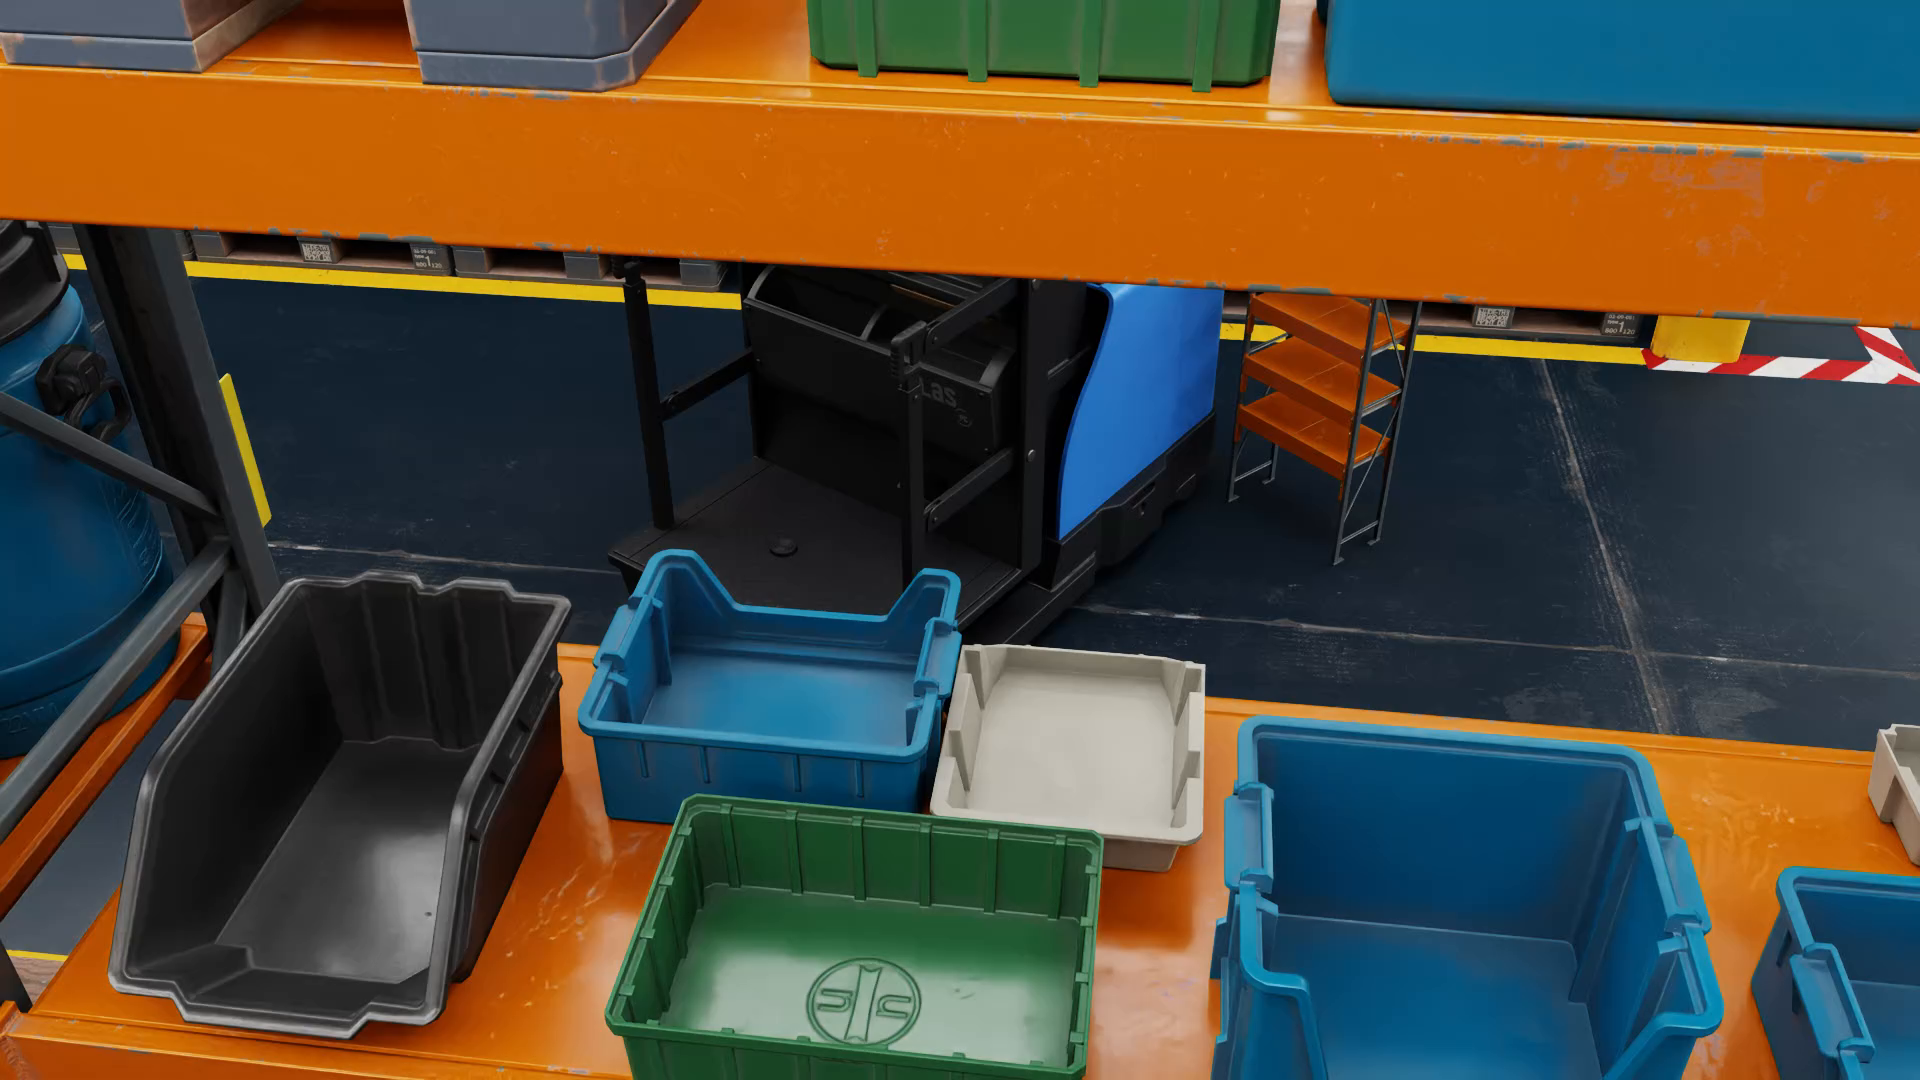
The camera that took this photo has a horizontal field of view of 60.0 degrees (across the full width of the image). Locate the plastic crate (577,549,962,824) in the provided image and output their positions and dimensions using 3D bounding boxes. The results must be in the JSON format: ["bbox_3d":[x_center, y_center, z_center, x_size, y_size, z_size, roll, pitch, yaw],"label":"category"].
[{"bbox_3d":[-0.312,0.266,2.923,0.616,0.251,0.499,4,36,6],"label":"plastic crate"}]

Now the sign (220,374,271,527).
[{"bbox_3d":[-1.363,-0.149,3.138,0.005,0.325,0.100,4,36,6],"label":"sign"}]

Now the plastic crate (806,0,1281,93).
[{"bbox_3d":[0.086,-0.581,1.582,0.450,0.188,0.336,4,36,6],"label":"plastic crate"}]

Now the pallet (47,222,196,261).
[{"bbox_3d":[-4.006,-1.676,7.917,1.213,0.211,1.003,4,36,6],"label":"pallet"}]

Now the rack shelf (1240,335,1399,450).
[{"bbox_3d":[1.199,-0.502,5.537,0.258,0.148,0.480,-25,42,-31],"label":"rack shelf"}]

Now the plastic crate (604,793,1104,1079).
[{"bbox_3d":[-0.134,0.629,2.468,0.662,0.188,0.450,4,36,6],"label":"plastic crate"}]

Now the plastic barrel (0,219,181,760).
[{"bbox_3d":[-1.789,-0.127,2.914,0.708,0.901,0.600,4,36,6],"label":"plastic barrel"}]

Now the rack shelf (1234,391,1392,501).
[{"bbox_3d":[1.199,-0.341,5.652,0.258,0.148,0.480,-25,42,-31],"label":"rack shelf"}]

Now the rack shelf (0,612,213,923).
[{"bbox_3d":[-3.428,0.425,3.192,4.000,0.370,1.077,4,36,6],"label":"rack shelf"}]

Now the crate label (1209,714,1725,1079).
[{"bbox_3d":[0.663,0.581,2.323,0.616,0.435,0.502,4,36,6],"label":"crate label"}]

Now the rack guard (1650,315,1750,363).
[{"bbox_3d":[3.079,-1.266,7.093,0.348,0.500,1.175,4,36,6],"label":"rack guard"}]

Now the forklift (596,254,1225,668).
[{"bbox_3d":[-0.370,-0.901,4.490,1.130,2.935,3.031,23,42,29],"label":"forklift"}]

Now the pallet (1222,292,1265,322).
[{"bbox_3d":[1.071,-1.321,7.419,1.213,0.211,1.003,4,36,6],"label":"pallet"}]

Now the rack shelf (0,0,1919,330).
[{"bbox_3d":[0.539,-0.500,1.906,4.000,0.370,1.077,4,36,6],"label":"rack shelf"}]

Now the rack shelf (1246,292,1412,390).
[{"bbox_3d":[1.199,-0.685,5.407,0.258,0.148,0.480,-25,42,-31],"label":"rack shelf"}]

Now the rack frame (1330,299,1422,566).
[{"bbox_3d":[1.352,-0.447,5.343,0.240,1.200,0.015,-25,42,-31],"label":"rack frame"}]

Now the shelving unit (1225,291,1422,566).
[{"bbox_3d":[1.199,-0.557,5.498,0.258,1.200,0.503,-25,42,-31],"label":"shelving unit"}]

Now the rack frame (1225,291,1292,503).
[{"bbox_3d":[1.046,-0.668,5.653,0.240,1.200,0.015,-25,42,-31],"label":"rack frame"}]

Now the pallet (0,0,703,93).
[{"bbox_3d":[-0.716,-0.867,1.963,1.003,0.211,1.213,4,36,6],"label":"pallet"}]

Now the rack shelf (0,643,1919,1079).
[{"bbox_3d":[0.539,0.721,2.777,4.000,0.370,1.077,4,36,6],"label":"rack shelf"}]

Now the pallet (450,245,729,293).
[{"bbox_3d":[-1.586,-1.496,7.664,1.213,0.211,1.003,4,36,6],"label":"pallet"}]

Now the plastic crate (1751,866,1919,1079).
[{"bbox_3d":[1.345,0.721,2.286,0.408,0.251,0.499,4,36,6],"label":"plastic crate"}]

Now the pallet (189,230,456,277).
[{"bbox_3d":[-2.799,-1.584,7.788,1.213,0.211,1.003,4,36,6],"label":"pallet"}]

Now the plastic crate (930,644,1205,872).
[{"bbox_3d":[0.199,0.362,2.888,0.437,0.136,0.530,4,36,6],"label":"plastic crate"}]

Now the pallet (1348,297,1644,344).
[{"bbox_3d":[2.277,-1.229,7.290,1.213,0.211,1.003,4,36,6],"label":"pallet"}]

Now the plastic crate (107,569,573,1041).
[{"bbox_3d":[-0.941,0.417,2.637,0.504,0.338,0.767,4,36,6],"label":"plastic crate"}]

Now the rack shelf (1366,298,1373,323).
[{"bbox_3d":[1.199,-0.877,5.270,0.258,0.148,0.480,-25,42,-31],"label":"rack shelf"}]

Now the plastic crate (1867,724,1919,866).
[{"bbox_3d":[1.677,0.432,2.790,0.250,0.136,0.298,4,36,6],"label":"plastic crate"}]

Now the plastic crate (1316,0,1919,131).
[{"bbox_3d":[0.593,-0.606,1.449,0.575,0.384,0.392,4,36,6],"label":"plastic crate"}]

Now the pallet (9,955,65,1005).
[{"bbox_3d":[-2.228,1.379,3.636,1.213,0.211,1.003,4,36,6],"label":"pallet"}]

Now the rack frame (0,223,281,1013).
[{"bbox_3d":[-1.444,0.280,2.775,0.127,3.000,1.000,4,36,6],"label":"rack frame"}]
